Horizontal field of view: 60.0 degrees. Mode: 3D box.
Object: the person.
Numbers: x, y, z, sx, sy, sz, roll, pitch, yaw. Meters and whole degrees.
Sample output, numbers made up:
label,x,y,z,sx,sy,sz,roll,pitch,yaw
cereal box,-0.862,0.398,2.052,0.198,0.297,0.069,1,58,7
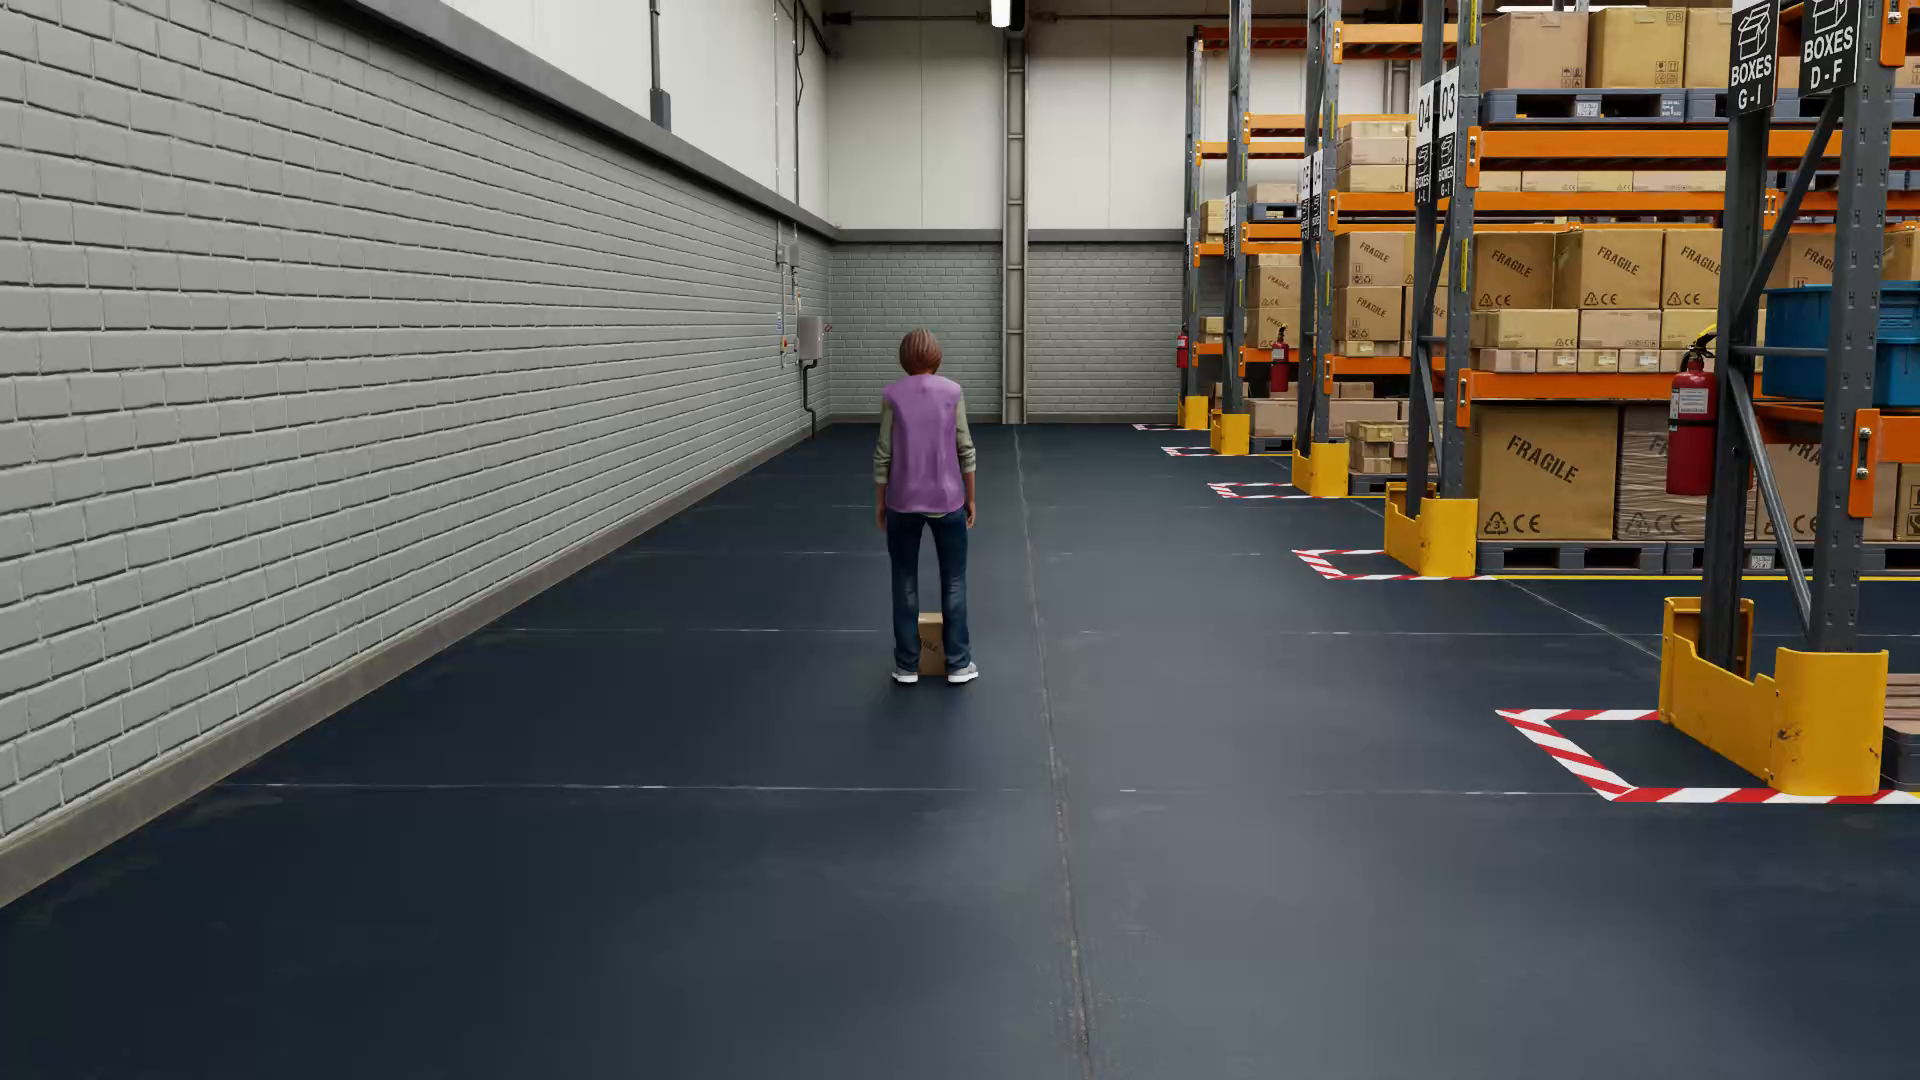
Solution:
label,x,y,z,sx,sy,sz,roll,pitch,yaw
person,-0.151,-0.047,7.465,0.472,1.391,0.346,0,7,-2
